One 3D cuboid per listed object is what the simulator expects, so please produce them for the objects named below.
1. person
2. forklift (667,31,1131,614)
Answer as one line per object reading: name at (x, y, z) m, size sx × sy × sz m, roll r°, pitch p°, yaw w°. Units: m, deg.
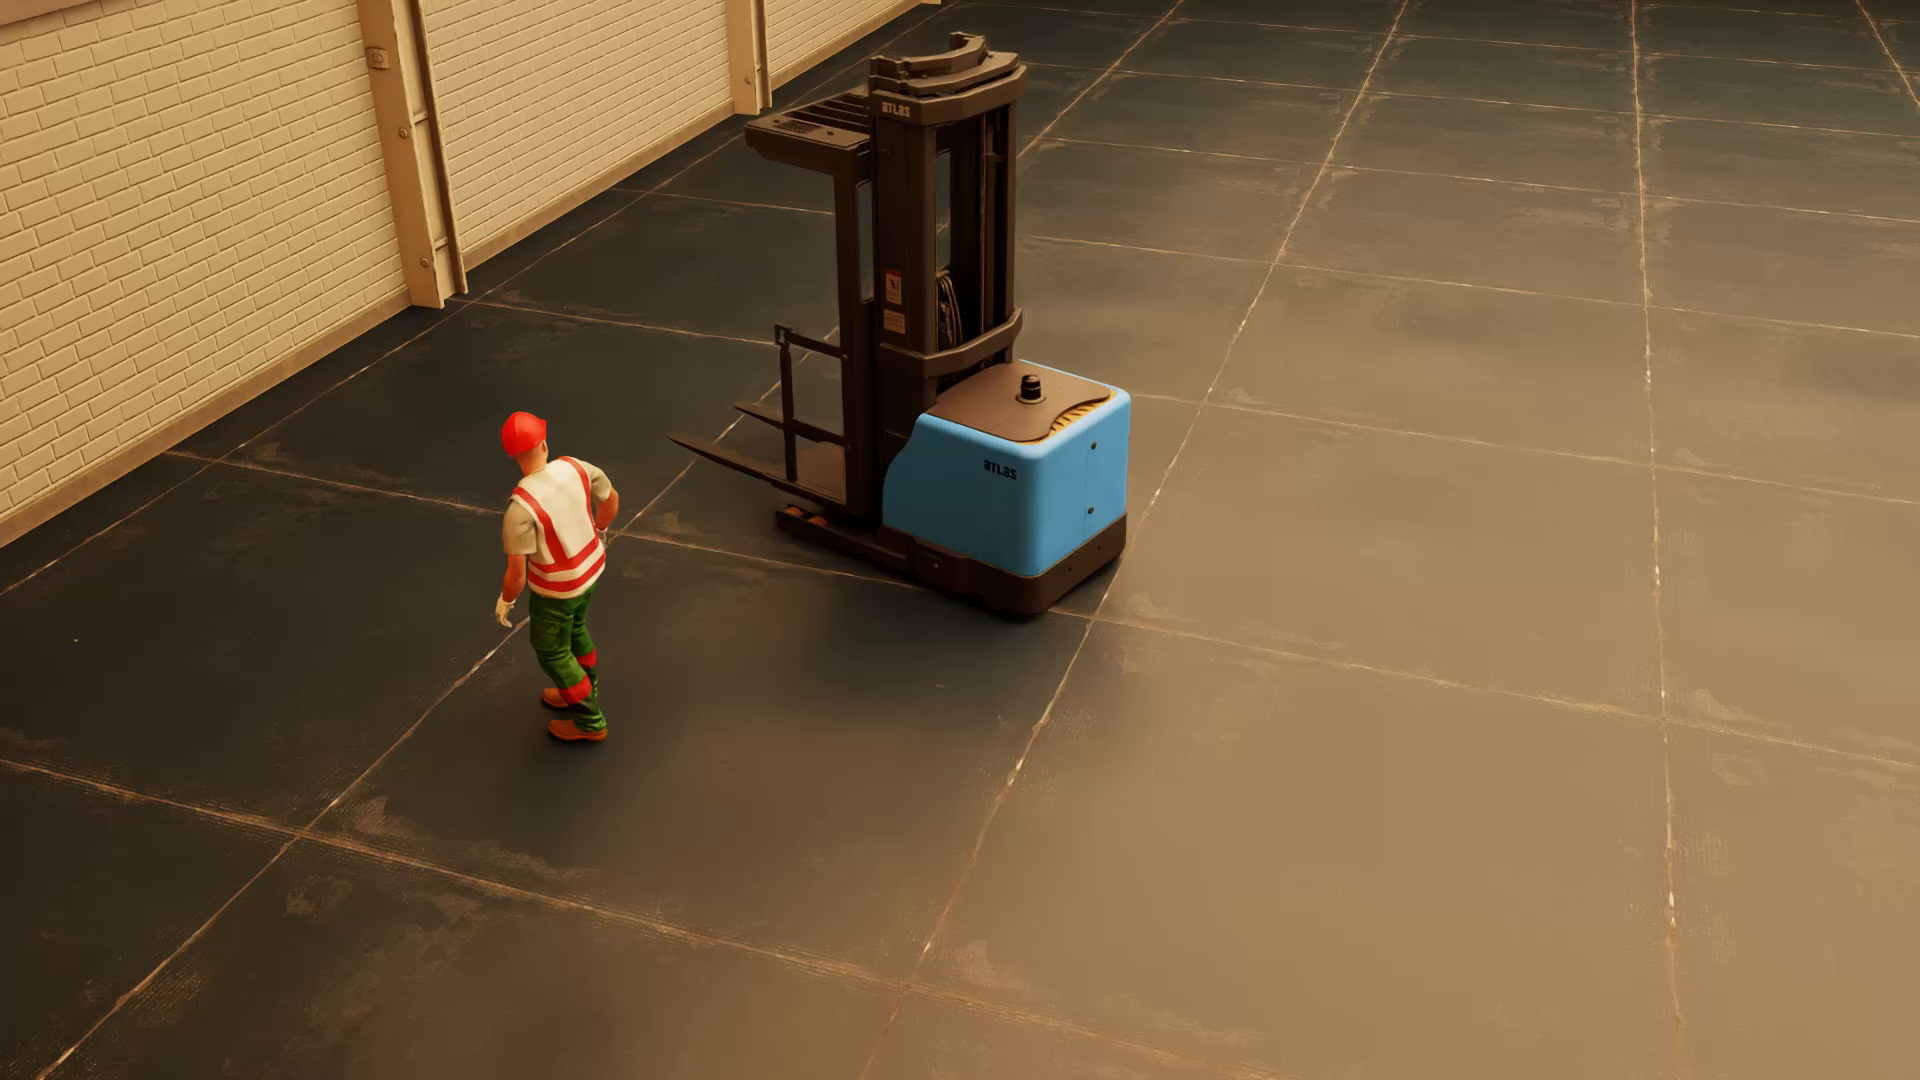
person at (-1.982, 0.172, 8.014) m, size 0.510 × 1.765 × 0.763 m, roll 12°, pitch 32°, yaw 20°
forklift at (-0.500, -1.435, 9.654) m, size 3.031 × 2.935 × 1.130 m, roll 21°, pitch 36°, yaw 32°
